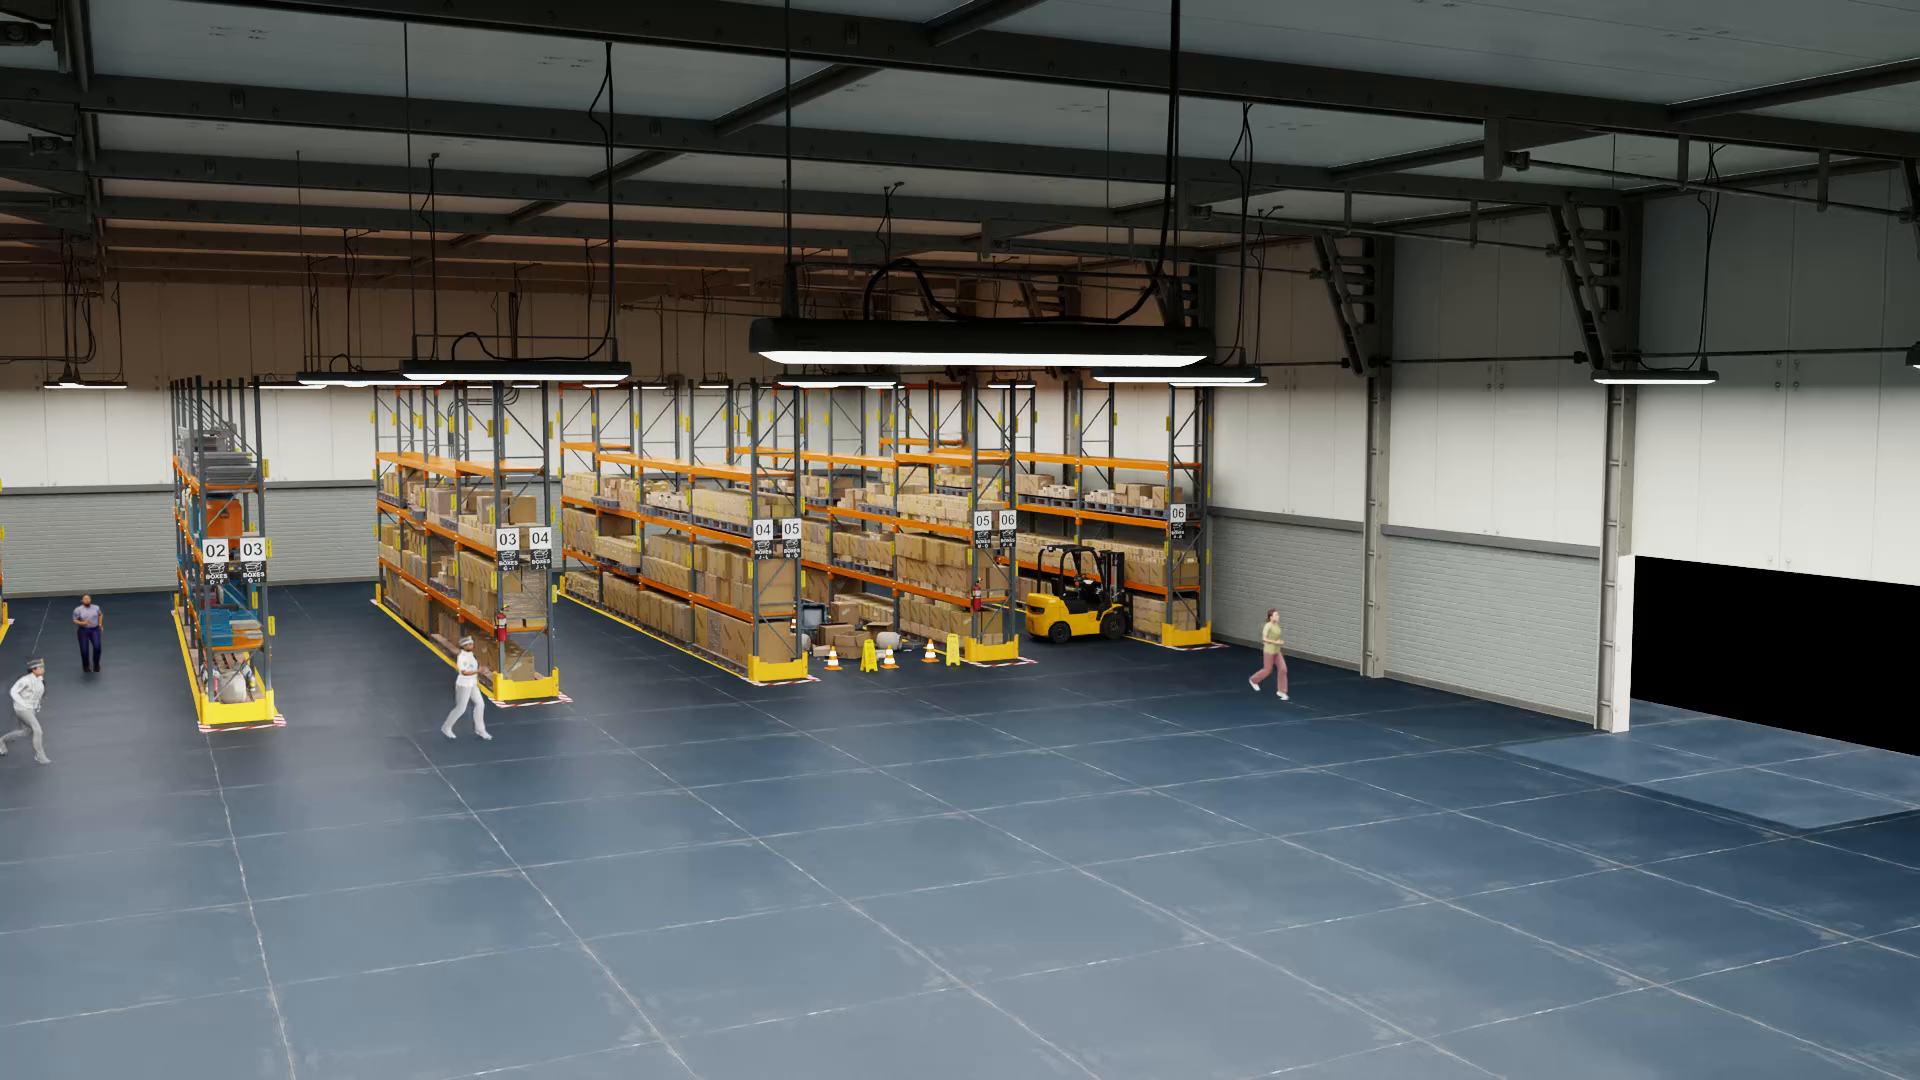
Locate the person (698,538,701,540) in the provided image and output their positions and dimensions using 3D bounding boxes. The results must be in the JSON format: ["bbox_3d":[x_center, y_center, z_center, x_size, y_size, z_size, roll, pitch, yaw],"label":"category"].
[{"bbox_3d":[-7.034,0.857,44.770,0.621,1.808,1.132,-3,6,-30],"label":"person"}]

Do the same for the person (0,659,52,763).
[{"bbox_3d":[-14.497,2.662,25.650,0.841,1.675,0.621,0,5,2],"label":"person"}]

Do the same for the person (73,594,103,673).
[{"bbox_3d":[-17.703,1.901,33.806,0.579,1.629,0.643,-4,6,-36],"label":"person"}]

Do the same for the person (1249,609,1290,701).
[{"bbox_3d":[5.809,2.137,31.182,0.922,1.709,0.608,4,7,41],"label":"person"}]

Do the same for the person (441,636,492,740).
[{"bbox_3d":[-8.155,2.436,27.377,0.806,1.746,0.603,0,5,3],"label":"person"}]
